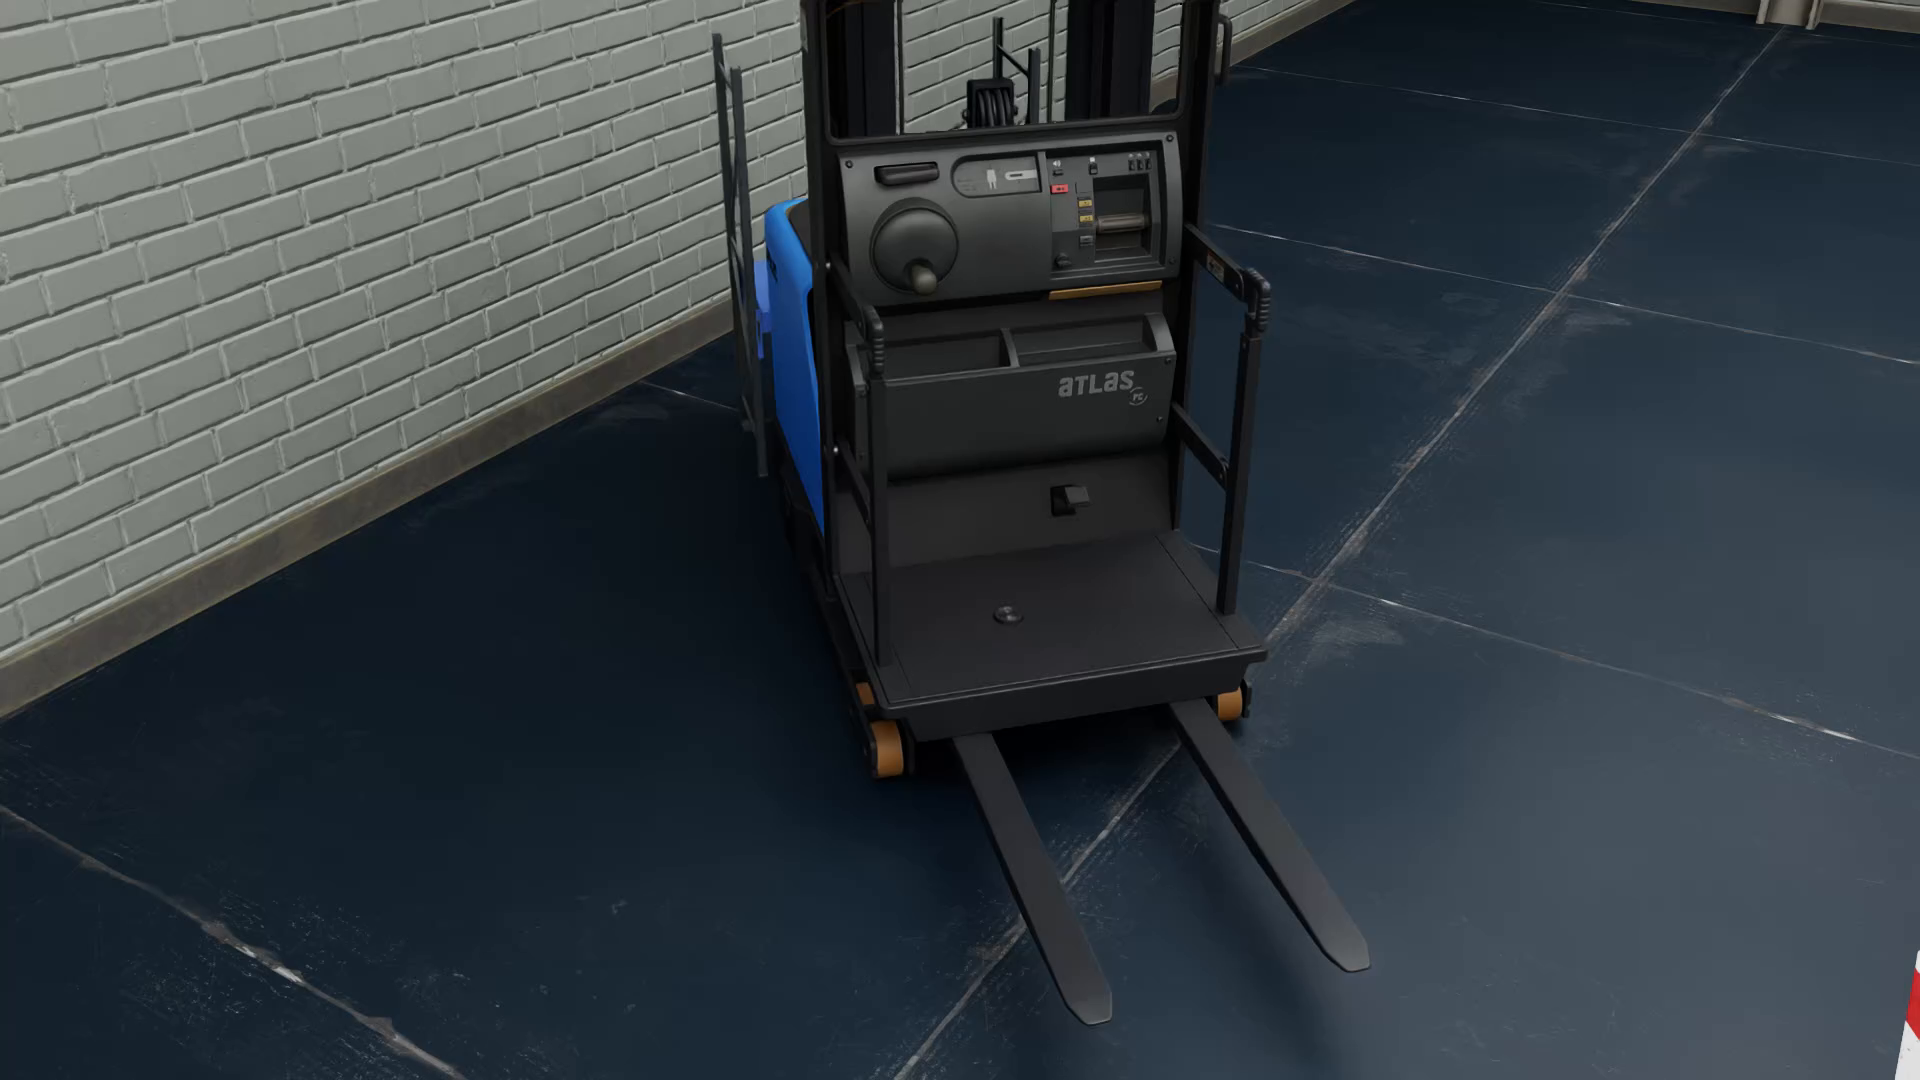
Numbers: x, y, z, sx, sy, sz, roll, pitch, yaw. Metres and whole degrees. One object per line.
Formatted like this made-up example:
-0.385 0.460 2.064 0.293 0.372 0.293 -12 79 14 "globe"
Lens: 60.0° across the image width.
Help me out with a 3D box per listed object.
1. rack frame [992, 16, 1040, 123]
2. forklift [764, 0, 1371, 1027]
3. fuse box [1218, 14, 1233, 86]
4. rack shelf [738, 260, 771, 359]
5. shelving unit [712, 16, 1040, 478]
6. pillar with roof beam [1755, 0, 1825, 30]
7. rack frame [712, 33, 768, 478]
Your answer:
0.194 -1.132 6.202 0.032 1.500 0.500 -8 31 -13 "rack frame"
0.202 -0.821 4.249 1.130 2.935 3.031 -8 31 -13 "forklift"
1.757 -3.710 10.412 0.414 1.711 0.539 18 35 27 "fuse box"
-0.298 -0.912 6.181 1.000 0.185 0.538 -8 31 -13 "rack shelf"
-0.298 -1.067 6.090 1.048 1.500 0.538 -8 31 -13 "shelving unit"
3.847 -5.889 6.914 0.400 9.000 9.100 18 35 27 "pillar with roof beam"
-0.789 -1.002 5.979 0.032 1.500 0.500 -8 31 -13 "rack frame"
